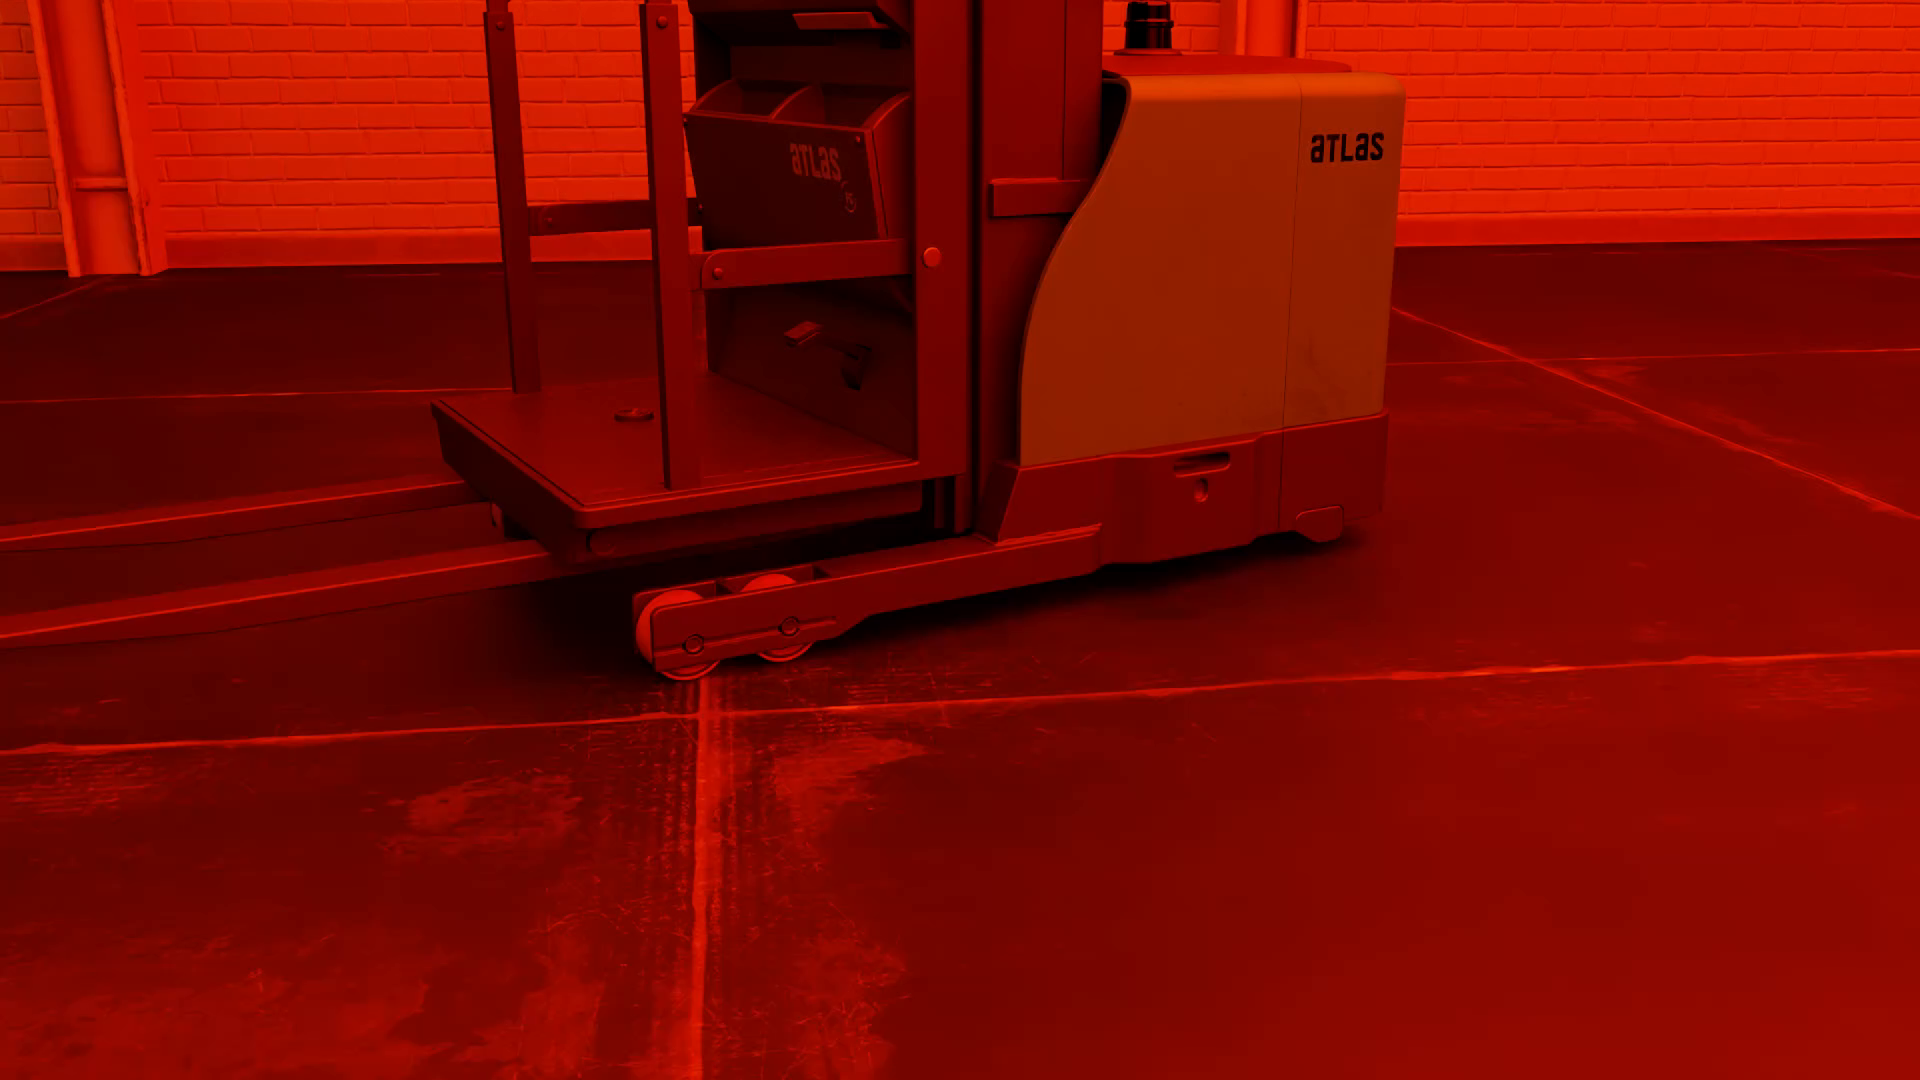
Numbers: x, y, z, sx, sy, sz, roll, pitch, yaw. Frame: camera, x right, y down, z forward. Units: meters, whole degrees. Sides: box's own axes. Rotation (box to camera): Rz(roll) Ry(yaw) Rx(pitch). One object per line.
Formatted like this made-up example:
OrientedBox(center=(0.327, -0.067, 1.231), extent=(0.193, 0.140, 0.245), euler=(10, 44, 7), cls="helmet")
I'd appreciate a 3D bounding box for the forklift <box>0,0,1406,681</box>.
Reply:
OrientedBox(center=(-0.526, -1.315, 3.251), extent=(3.031, 2.935, 1.130), euler=(-10, 19, -29), cls="forklift")
